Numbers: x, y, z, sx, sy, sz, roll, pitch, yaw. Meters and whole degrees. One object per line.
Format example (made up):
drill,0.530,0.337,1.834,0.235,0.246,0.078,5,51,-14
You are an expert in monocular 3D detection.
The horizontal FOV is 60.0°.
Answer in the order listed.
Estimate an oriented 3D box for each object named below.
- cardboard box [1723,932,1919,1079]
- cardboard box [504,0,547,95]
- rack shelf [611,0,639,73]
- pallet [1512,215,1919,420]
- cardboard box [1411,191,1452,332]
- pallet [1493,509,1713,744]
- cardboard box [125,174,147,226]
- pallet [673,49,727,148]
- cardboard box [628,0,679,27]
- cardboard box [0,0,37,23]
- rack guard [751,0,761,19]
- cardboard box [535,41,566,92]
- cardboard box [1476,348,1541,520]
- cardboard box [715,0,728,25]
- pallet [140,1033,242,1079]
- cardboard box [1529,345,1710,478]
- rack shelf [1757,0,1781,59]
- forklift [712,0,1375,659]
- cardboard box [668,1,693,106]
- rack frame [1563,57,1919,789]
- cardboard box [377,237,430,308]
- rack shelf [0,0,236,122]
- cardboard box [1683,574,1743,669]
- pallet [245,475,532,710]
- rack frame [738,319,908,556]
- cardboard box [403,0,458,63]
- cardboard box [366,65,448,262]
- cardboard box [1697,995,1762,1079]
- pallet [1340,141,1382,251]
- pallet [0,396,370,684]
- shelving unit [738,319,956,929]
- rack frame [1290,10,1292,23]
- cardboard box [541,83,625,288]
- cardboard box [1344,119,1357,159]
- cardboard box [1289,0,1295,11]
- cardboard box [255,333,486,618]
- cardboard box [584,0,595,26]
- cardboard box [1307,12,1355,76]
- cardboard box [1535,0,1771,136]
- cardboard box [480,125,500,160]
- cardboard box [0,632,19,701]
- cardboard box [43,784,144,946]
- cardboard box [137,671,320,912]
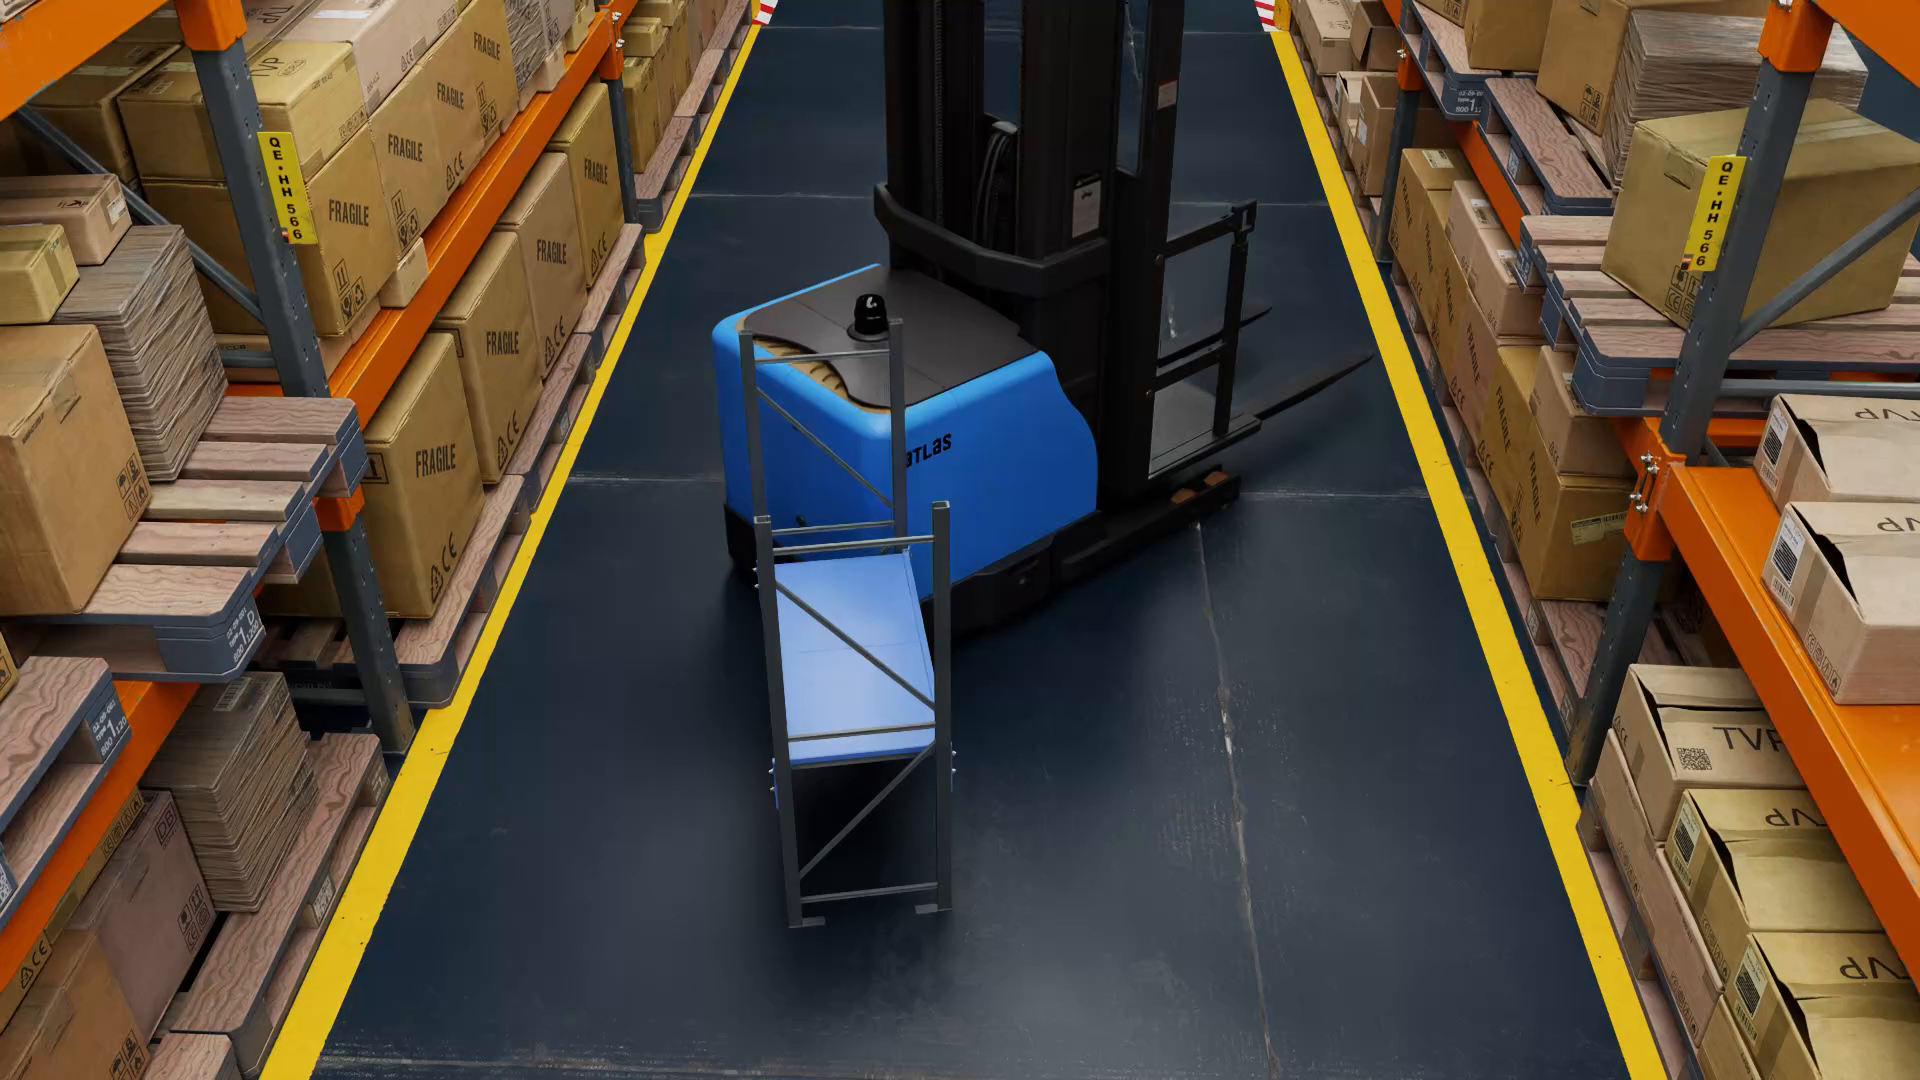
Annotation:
cardboard box,2.204,1.194,3.981,0.500,0.311,0.500,0,35,1
cardboard box,-2.041,-2.148,6.834,0.500,0.500,0.500,1,35,2
rack shelf,-2.155,-3.684,10.009,1.077,0.370,4.000,1,35,2
pallet,2.511,-0.732,5.349,1.213,0.211,1.003,1,35,2
cardboard box,2.441,-1.296,7.776,0.500,0.500,0.500,2,35,3
pallet,2.622,0.294,6.149,1.003,0.211,1.213,1,35,2
cardboard box,-2.640,-0.980,5.172,0.500,0.500,0.500,2,35,2
pallet,-2.080,-2.827,10.588,1.003,0.211,1.213,1,35,2
cardboard box,-1.886,-3.164,9.888,0.380,0.149,0.250,0,35,1
cardboard box,-2.155,-1.311,3.457,0.500,0.311,0.500,1,35,2
rack guard,-2.074,-4.119,12.176,1.175,0.500,0.348,1,35,2
cardboard box,-1.960,-2.088,7.313,0.380,0.149,0.250,1,35,2
cardboard box,2.378,-0.417,6.525,0.500,0.500,0.500,0,35,0
cardboard box,-2.003,-3.872,11.460,0.700,0.500,0.500,1,35,2
pallet,-2.480,1.757,4.066,1.003,0.211,1.213,1,35,2
cardboard box,2.355,-0.459,5.933,0.500,0.250,0.500,3,35,4
rack shelf,2.634,-2.501,5.717,1.077,0.370,4.000,1,35,2
forklift,0.532,-1.451,6.266,3.031,2.935,1.130,-26,43,-32
cardboard box,-2.056,-2.989,10.204,0.700,0.500,0.500,2,35,3
rack frame,2.554,-0.419,4.738,1.000,3.000,0.127,1,35,2
cardboard box,-2.037,-0.916,5.646,0.380,0.149,0.250,2,35,3
rack shelf,-2.476,-0.315,2.607,1.077,0.370,4.000,1,35,2
cardboard box,2.858,0.169,5.693,0.500,0.500,0.500,3,35,4
pallet,-2.289,0.158,6.341,1.003,0.211,1.213,1,35,2
rack frame,-0.424,-0.036,5.497,0.500,1.500,0.032,-5,35,-7
cardboard box,-2.083,-1.860,5.773,0.500,0.250,0.500,2,35,2
cardboard box,-2.090,-1.276,5.594,0.500,0.500,0.500,2,35,3
cardboard box,2.205,1.416,4.153,0.500,0.250,0.500,0,35,1
pallet,2.743,-1.971,9.371,1.003,0.211,1.213,1,35,2
pallet,-2.318,-0.041,4.367,1.213,0.211,1.003,1,35,2
shelving unit,-0.349,0.253,5.086,0.538,1.500,1.048,-5,35,-7
rack frame,2.875,-5.016,11.278,1.000,3.000,0.127,1,35,2
cardboard box,-2.131,-1.745,8.129,0.750,0.750,0.750,2,35,2
cardboard box,2.409,-2.282,9.485,0.380,0.149,0.250,1,35,2
cardboard box,2.515,-3.796,11.640,0.380,0.149,0.250,1,35,2
cardboard box,-2.235,-0.243,5.992,0.750,0.750,0.750,1,35,1
cardboard box,-1.966,-2.534,7.948,0.380,0.149,0.250,2,35,2
cardboard box,2.530,-3.190,10.689,0.500,0.250,0.500,1,35,2
cardboard box,2.705,-1.914,6.412,0.700,0.500,0.500,-7,36,-10
cardboard box,-2.083,-1.653,6.694,0.380,0.149,0.250,2,35,3
cardboard box,-2.433,0.234,3.339,0.700,0.500,0.500,1,35,2
cardboard box,-2.458,0.745,4.220,0.500,0.250,0.500,2,35,3
cardboard box,-2.373,0.726,4.900,0.700,0.500,0.500,2,35,3
